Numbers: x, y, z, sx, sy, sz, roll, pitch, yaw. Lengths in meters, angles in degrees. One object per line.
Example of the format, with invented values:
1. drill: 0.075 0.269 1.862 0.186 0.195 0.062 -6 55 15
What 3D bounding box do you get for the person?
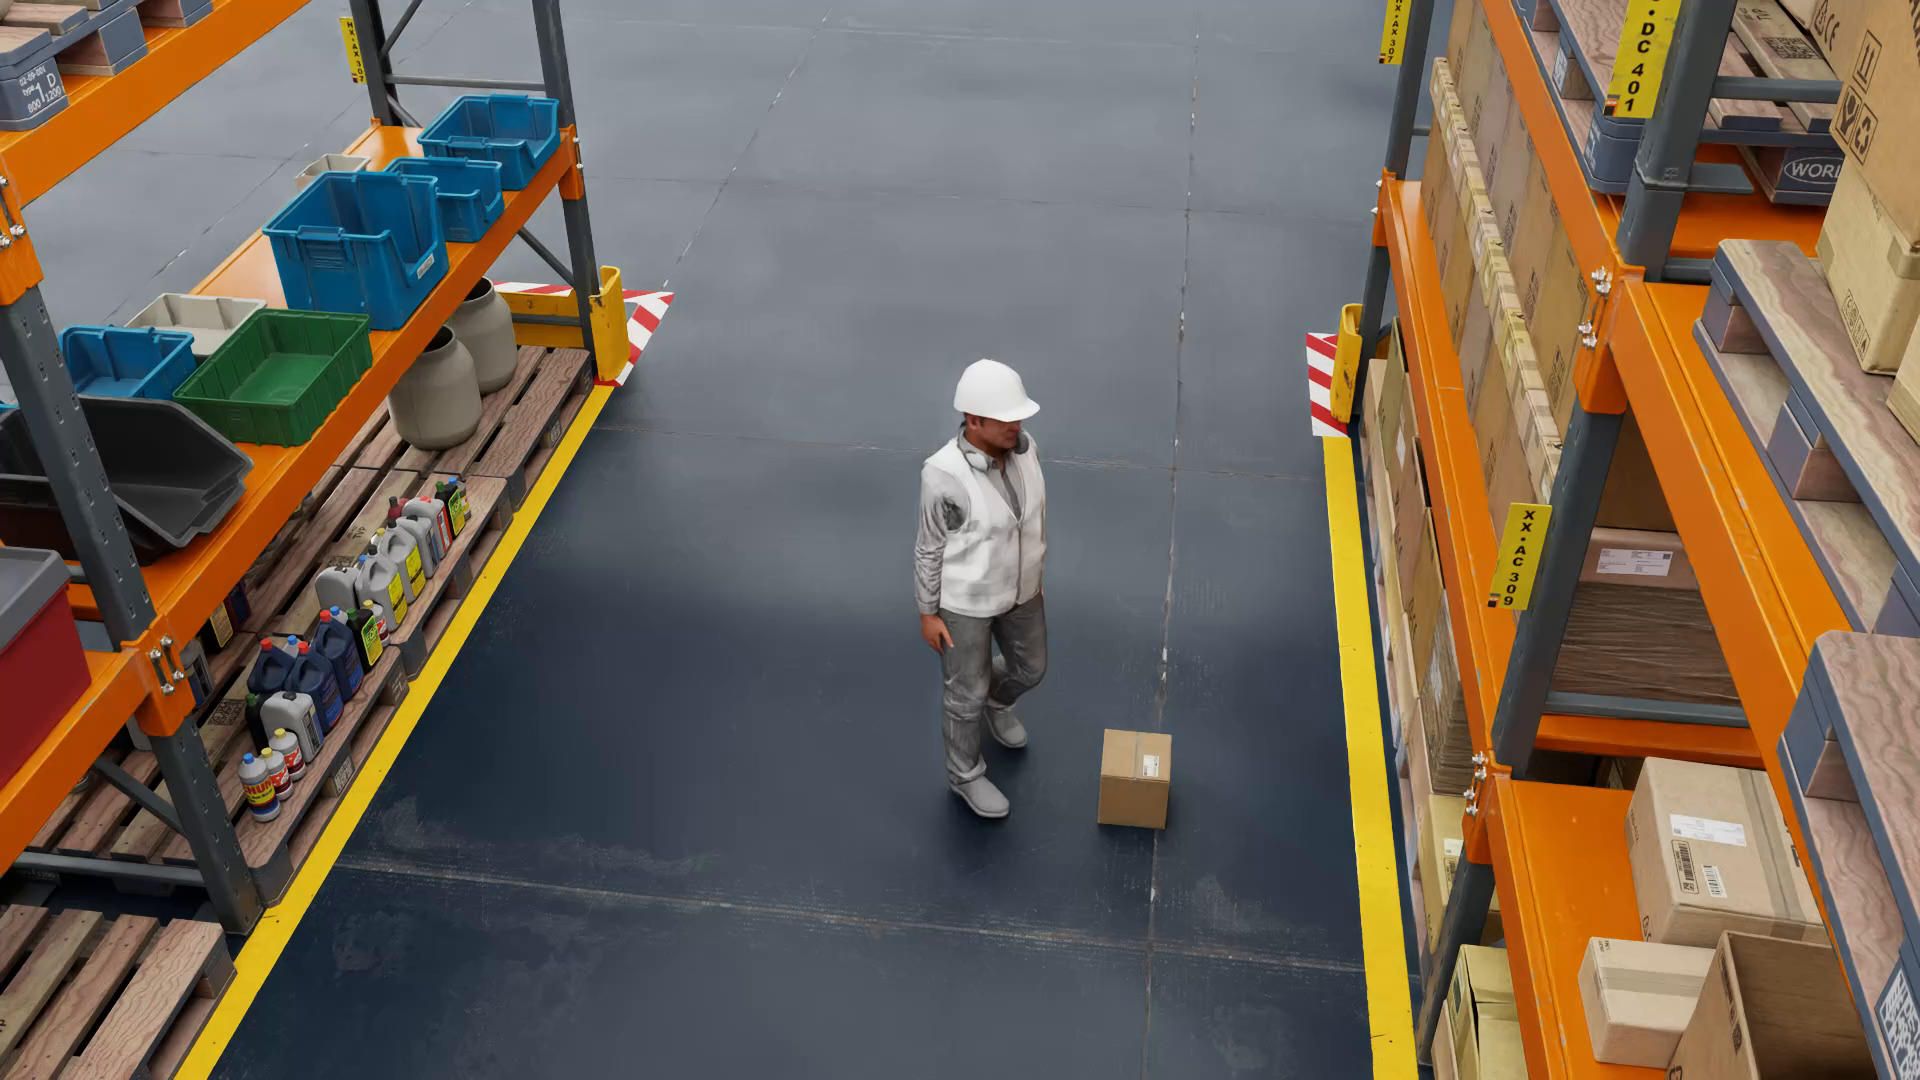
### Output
1. person: 0.085 0.173 5.875 0.573 1.774 0.530 -27 44 -32
